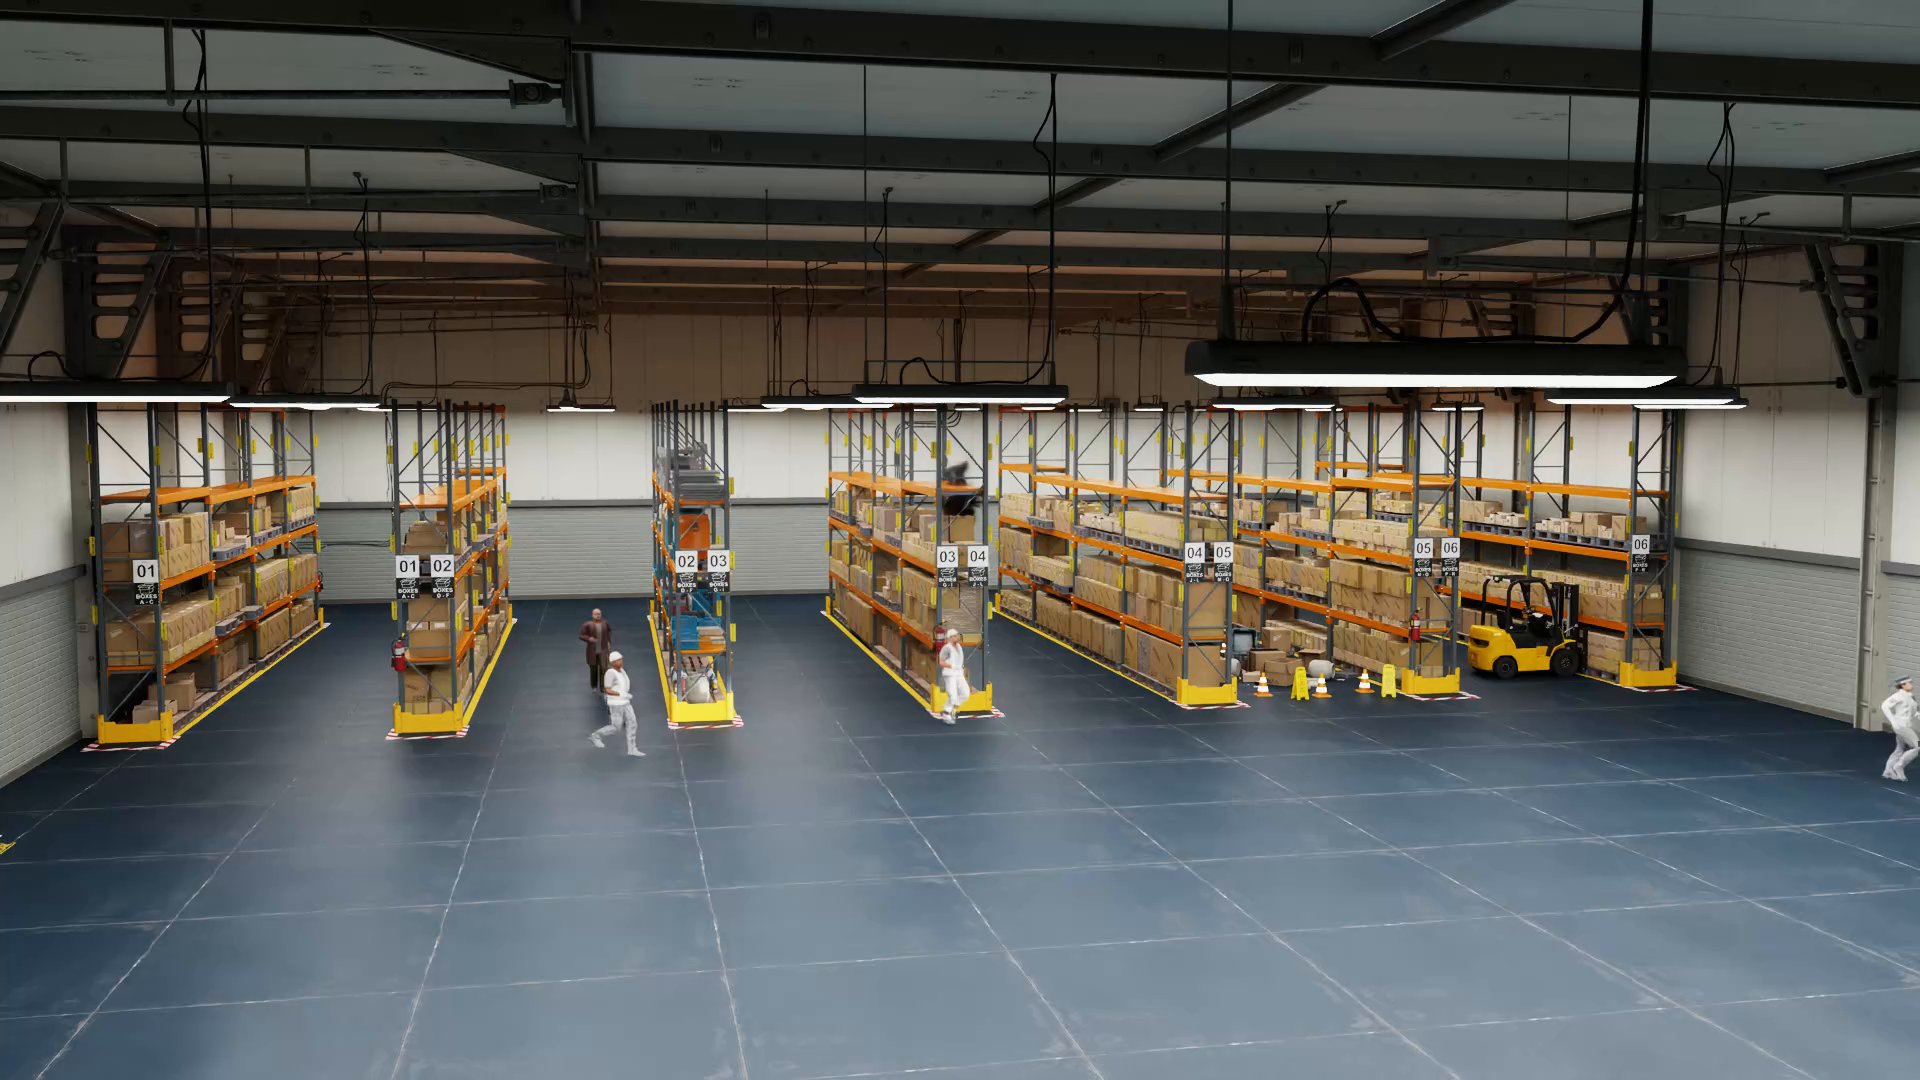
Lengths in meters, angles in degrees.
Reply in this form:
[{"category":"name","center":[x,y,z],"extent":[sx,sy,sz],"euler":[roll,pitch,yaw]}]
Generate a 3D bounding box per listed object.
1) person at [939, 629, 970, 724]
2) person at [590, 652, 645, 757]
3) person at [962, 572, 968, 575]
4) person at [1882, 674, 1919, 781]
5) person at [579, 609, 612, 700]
[{"category":"person","center":[-0.070,2.521,30.702],"extent":[0.552,1.756,0.658],"euler":[4,6,41]},{"category":"person","center":[-5.737,2.750,27.879],"extent":[0.949,1.772,0.695],"euler":[1,4,14]},{"category":"person","center":[-0.026,1.318,47.722],"extent":[0.643,1.619,0.492],"euler":[0,4,6]},{"category":"person","center":[14.740,2.921,25.908],"extent":[0.611,1.669,0.598],"euler":[4,6,41]},{"category":"person","center":[-7.375,2.349,33.711],"extent":[0.684,1.752,0.863],"euler":[-1,5,-19]}]
